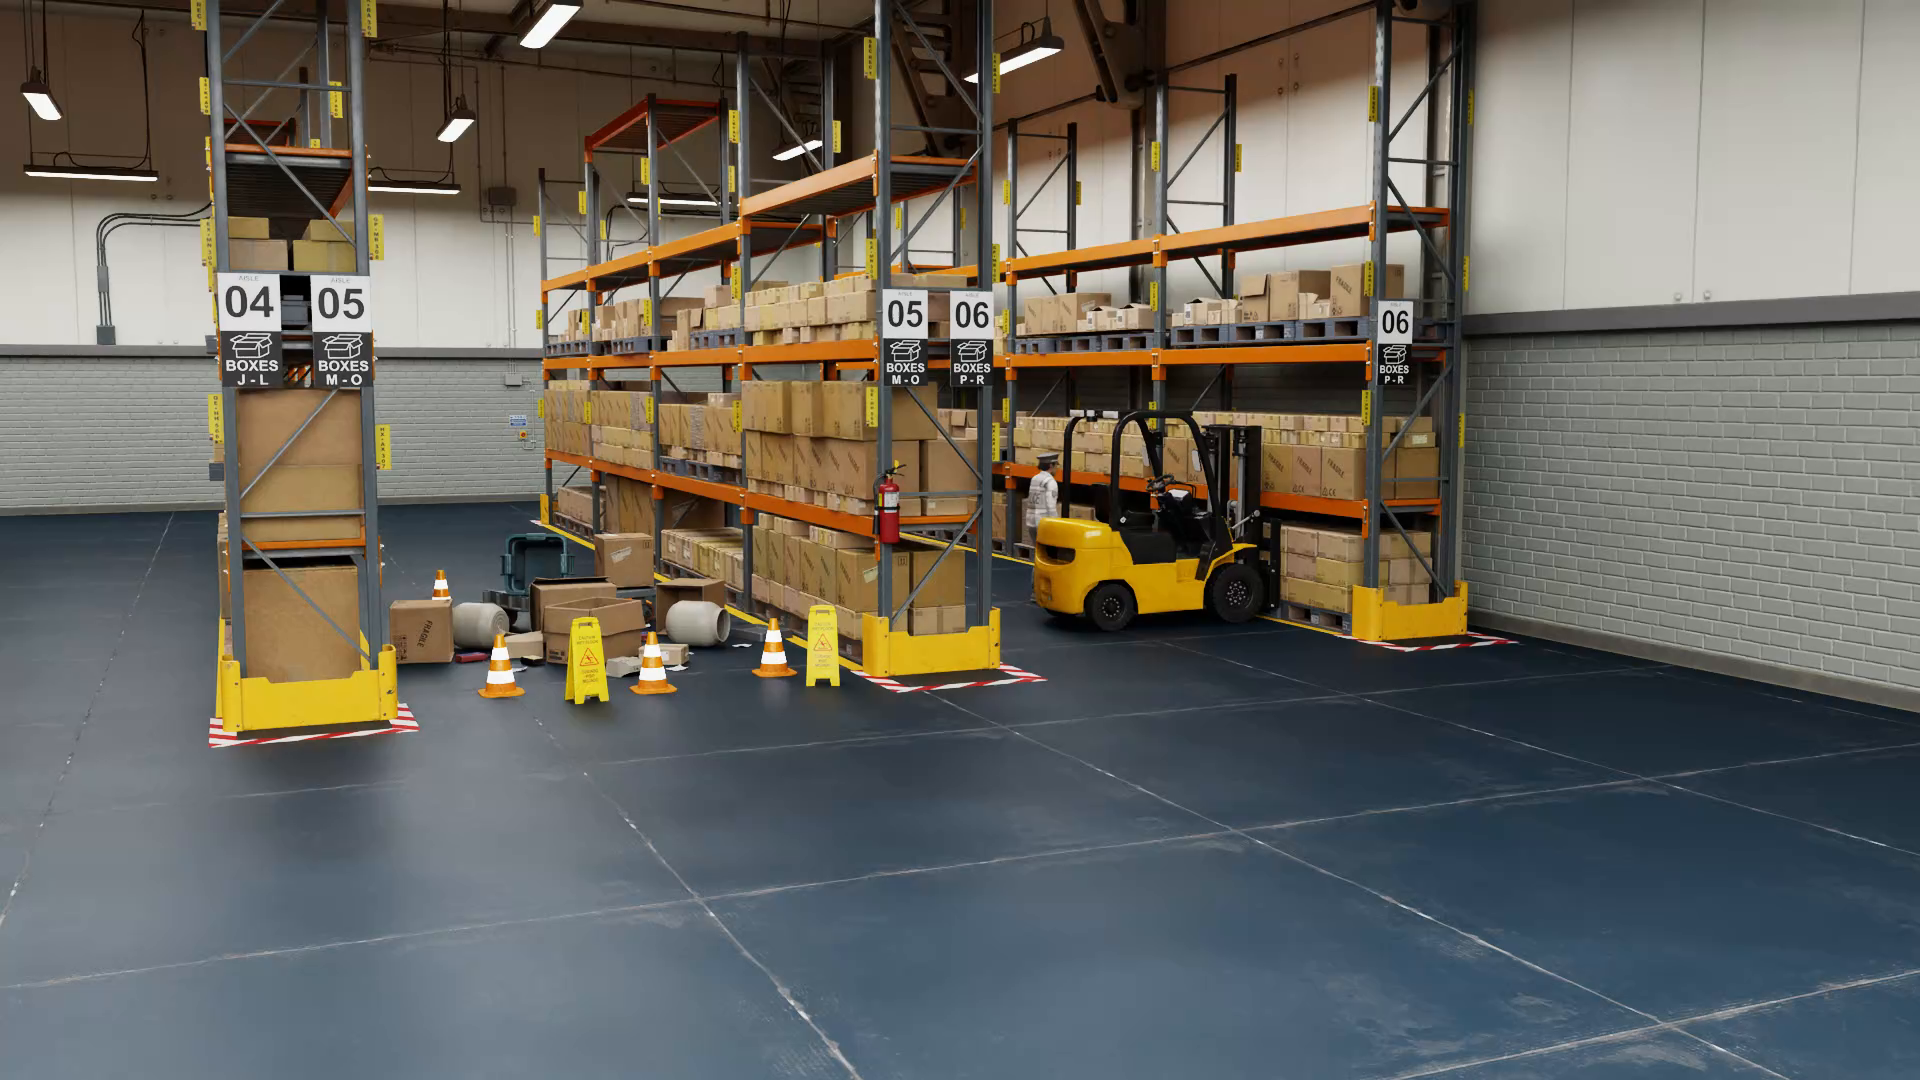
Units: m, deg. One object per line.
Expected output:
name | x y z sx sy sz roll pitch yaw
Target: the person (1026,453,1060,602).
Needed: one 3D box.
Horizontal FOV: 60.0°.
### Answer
person | 0.934 -0.130 18.342 0.375 1.661 0.532 -3 6 -27
